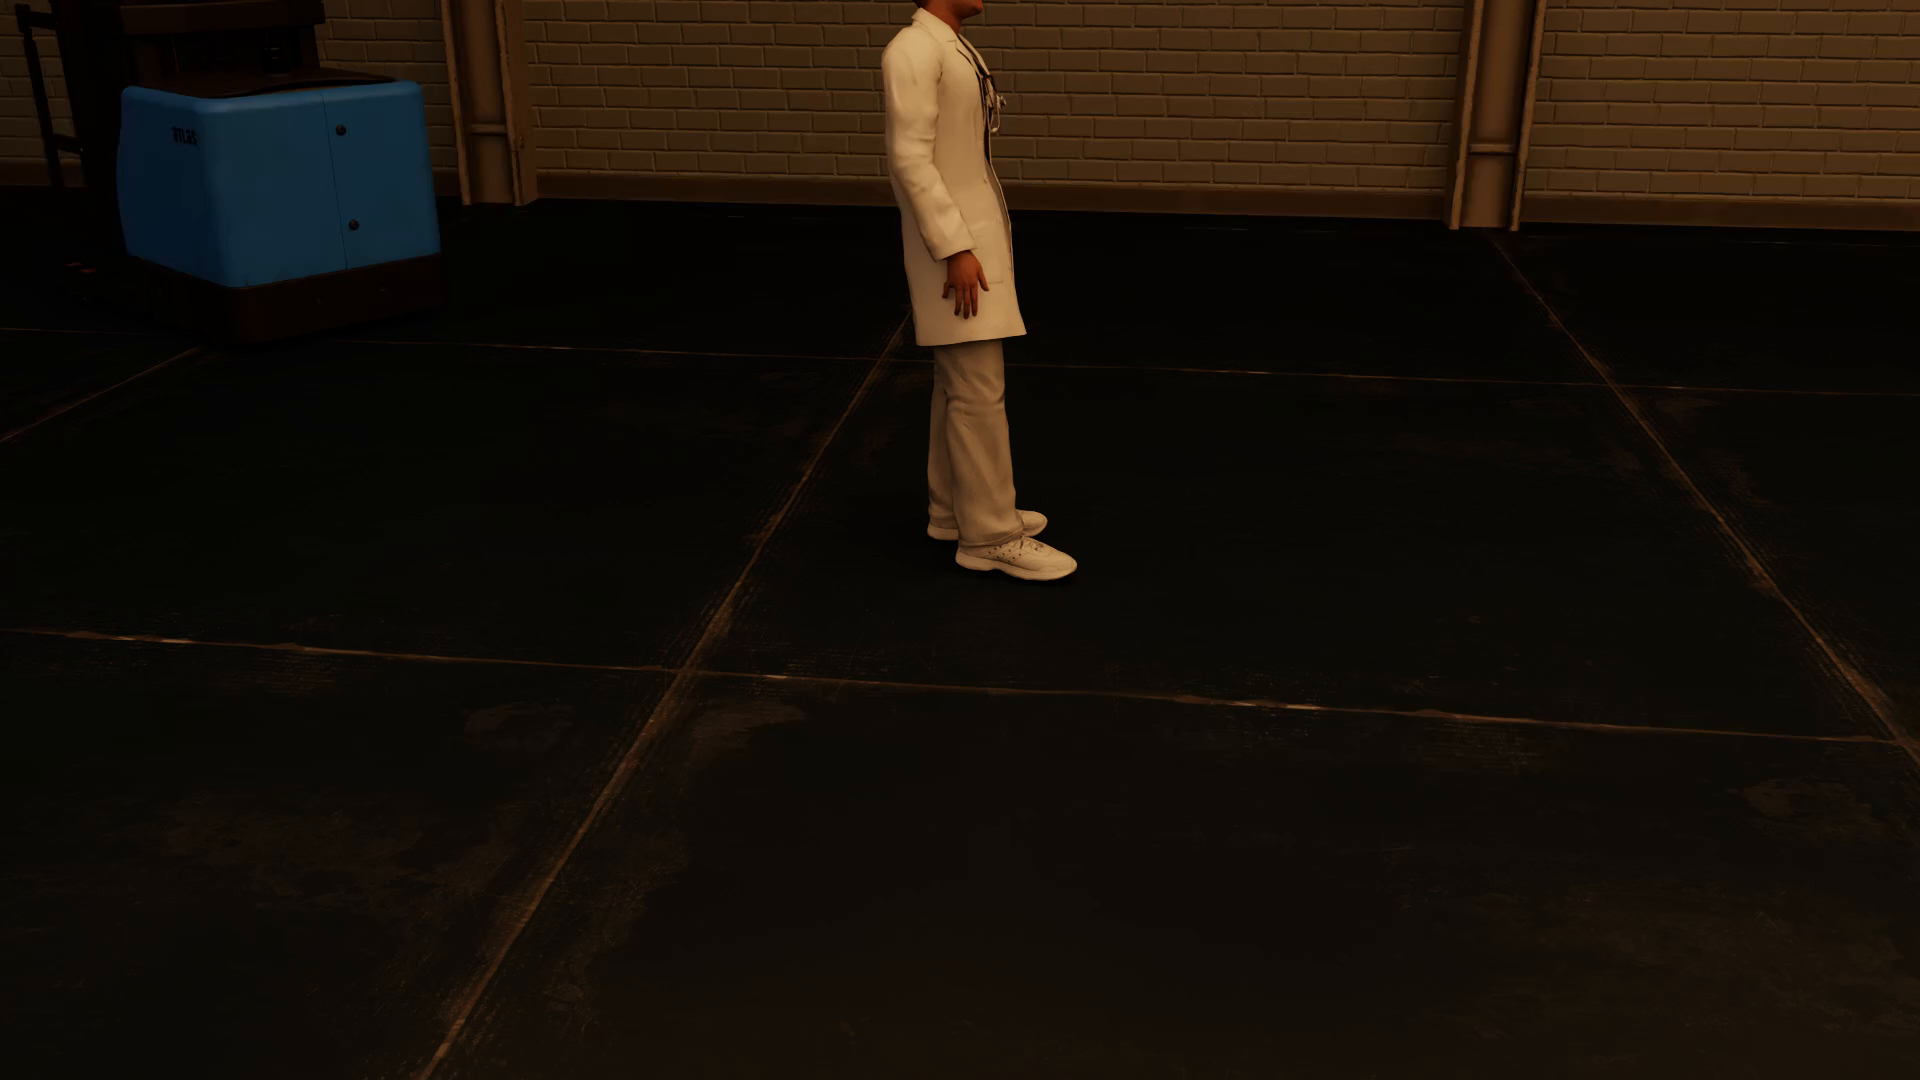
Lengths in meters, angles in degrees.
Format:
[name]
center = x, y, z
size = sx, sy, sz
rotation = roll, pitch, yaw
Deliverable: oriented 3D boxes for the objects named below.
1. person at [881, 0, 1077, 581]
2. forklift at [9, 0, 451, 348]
[person]
center = 0.089, -0.825, 4.828
size = 0.581, 1.776, 0.696
rotation = 3, 22, 7
[forklift]
center = -3.793, -2.634, 7.794
size = 3.031, 2.935, 1.130
rotation = 19, 29, 39
